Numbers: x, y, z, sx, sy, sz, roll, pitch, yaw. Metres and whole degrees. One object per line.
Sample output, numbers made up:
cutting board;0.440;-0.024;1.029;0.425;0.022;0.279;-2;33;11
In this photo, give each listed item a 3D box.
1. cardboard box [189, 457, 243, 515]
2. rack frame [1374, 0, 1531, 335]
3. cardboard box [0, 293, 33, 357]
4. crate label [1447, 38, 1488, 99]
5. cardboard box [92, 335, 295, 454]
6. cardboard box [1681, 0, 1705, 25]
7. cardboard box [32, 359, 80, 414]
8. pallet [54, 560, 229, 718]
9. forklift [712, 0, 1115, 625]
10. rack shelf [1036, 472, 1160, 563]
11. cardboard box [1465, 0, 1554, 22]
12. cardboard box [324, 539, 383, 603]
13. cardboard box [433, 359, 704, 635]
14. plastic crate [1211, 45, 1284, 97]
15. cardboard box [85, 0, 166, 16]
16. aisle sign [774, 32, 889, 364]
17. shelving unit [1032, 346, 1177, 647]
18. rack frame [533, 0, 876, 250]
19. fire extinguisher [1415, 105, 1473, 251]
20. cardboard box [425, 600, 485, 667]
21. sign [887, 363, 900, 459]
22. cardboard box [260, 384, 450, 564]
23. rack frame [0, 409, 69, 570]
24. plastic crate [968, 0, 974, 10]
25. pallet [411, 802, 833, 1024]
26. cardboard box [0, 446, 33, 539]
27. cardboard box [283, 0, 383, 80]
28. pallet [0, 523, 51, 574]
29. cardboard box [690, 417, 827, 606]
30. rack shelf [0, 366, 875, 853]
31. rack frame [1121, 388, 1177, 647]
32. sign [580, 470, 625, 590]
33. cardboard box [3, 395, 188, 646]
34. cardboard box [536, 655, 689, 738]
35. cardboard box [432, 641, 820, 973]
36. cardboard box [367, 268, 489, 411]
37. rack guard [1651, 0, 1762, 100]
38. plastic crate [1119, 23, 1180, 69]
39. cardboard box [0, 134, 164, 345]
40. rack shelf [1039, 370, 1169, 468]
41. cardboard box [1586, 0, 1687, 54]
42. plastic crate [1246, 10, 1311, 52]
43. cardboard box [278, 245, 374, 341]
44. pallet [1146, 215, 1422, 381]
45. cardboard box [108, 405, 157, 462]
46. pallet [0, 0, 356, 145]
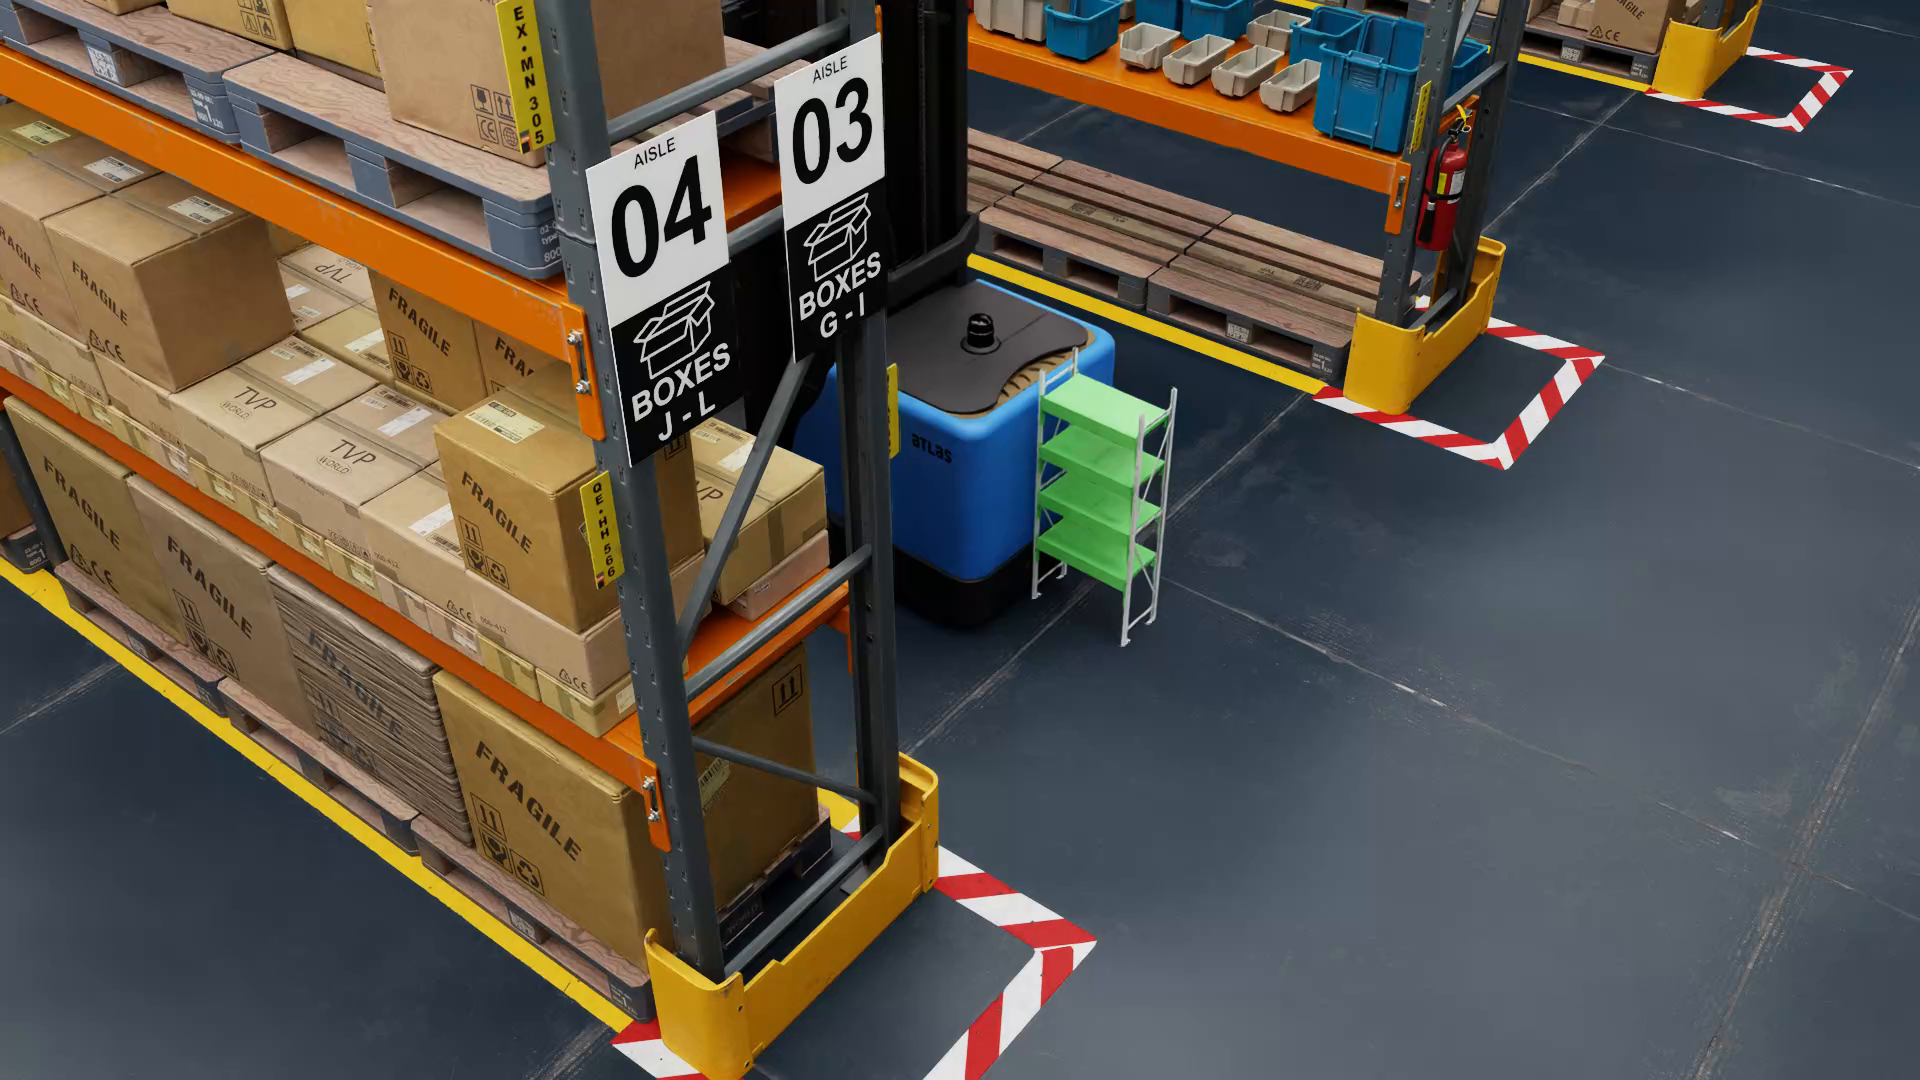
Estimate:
cardboard box;-2.467;-0.277;5.875;0.250;0.149;0.380;24;44;27
rack frame;2.447;-2.160;8.076;0.127;3.000;1.000;25;45;29
cardboard box;-3.525;-0.987;6.457;0.500;0.250;0.500;24;44;28
crate label;2.451;-2.371;8.433;0.303;0.233;0.416;25;45;29
cardboard box;-2.718;-0.607;5.972;0.500;0.250;0.500;26;45;30
cardboard box;5.336;-3.960;12.330;0.250;0.149;0.380;25;45;29
cardboard box;-3.288;-0.664;6.368;0.250;0.149;0.380;27;45;30
pallet;-3.183;0.188;7.338;1.213;0.211;1.003;25;45;29
forklift;-0.769;-1.551;7.354;3.031;2.935;1.130;27;46;30
rack shelf;0.589;-0.116;7.028;0.480;0.148;0.258;27;46;30
cardboard box;4.142;-4.128;12.463;0.500;0.250;0.500;25;45;29
cardboard box;-1.857;0.010;5.508;0.250;0.149;0.380;24;44;28
cardboard box;-1.108;-0.142;4.770;0.500;0.500;0.500;26;45;29
plastic crate;1.468;-2.412;8.563;0.243;0.136;0.396;25;45;29
cardboard box;-2.328;-1.925;4.840;0.500;0.500;0.700;27;46;30
aisle sign;-0.322;-0.878;4.330;0.004;0.787;0.394;25;45;29
shelving unit;0.589;-0.166;6.989;0.503;1.200;0.258;27;46;30
rack frame;-0.562;-2.097;3.129;0.127;3.000;1.000;25;45;29
fire extinguisher;2.291;-1.704;7.858;0.183;0.674;0.296;25;45;29
cardboard box;-1.452;0.200;5.265;0.250;0.149;0.380;25;45;29
sign;-0.220;-0.376;5.031;0.005;0.325;0.100;25;45;29
cardboard box;-1.915;-0.225;5.485;0.500;0.250;0.500;24;44;27
rack frame;-3.739;-1.233;6.891;0.127;3.000;1.000;25;45;29
plastic crate;-0.173;-3.250;9.367;0.583;0.464;0.402;25;45;29
pallet;-1.244;1.102;6.171;1.213;0.211;1.003;25;45;29
cardboard box;-4.260;-0.792;7.711;0.875;0.875;1.225;25;45;29
cardboard box;-1.381;-1.598;4.422;0.500;0.500;0.700;24;44;27
pallet;-4.398;-0.387;8.073;1.213;0.211;1.003;25;45;29
cardboard box;-0.779;-0.105;5.331;0.500;0.250;0.500;24;44;27
rack shelf;-2.150;-0.201;6.157;4.000;0.370;1.077;25;45;29
rack frame;0.776;-0.069;6.865;0.015;1.200;0.240;27;46;30
sign;-0.903;-0.023;4.215;0.005;0.325;0.100;25;45;29
cardboard box;-3.263;-0.275;7.051;0.875;0.875;0.875;25;45;29
cardboard box;-1.045;0.392;5.020;0.250;0.149;0.380;26;45;29
cardboard box;-1.119;0.736;5.760;0.875;0.875;0.875;25;45;29
cardboard box;-1.591;-0.778;5.583;0.500;0.500;0.500;24;44;27
rack guard;5.399;-3.628;11.979;0.348;0.500;1.175;25;45;29
plastic crate;0.986;-2.606;8.811;0.250;0.136;0.298;25;45;29
cardboard box;-3.127;-1.093;5.985;0.500;0.500;0.500;25;45;29
rack shelf;0.589;-0.494;6.732;0.480;0.148;0.258;27;46;30
cardboard box;4.878;-3.856;11.913;0.500;0.500;0.500;25;45;29
plastic crate;1.708;-2.748;8.992;0.298;0.136;0.250;25;45;29
cardboard box;-2.411;-0.870;6.309;0.500;0.250;0.500;26;45;29
pallet;1.816;-1.390;9.354;1.213;0.211;1.003;25;45;29
cardboard box;-2.875;-0.470;6.121;0.250;0.149;0.380;25;44;28
pallet;-2.131;-1.610;5.012;1.213;0.211;1.003;25;45;29
